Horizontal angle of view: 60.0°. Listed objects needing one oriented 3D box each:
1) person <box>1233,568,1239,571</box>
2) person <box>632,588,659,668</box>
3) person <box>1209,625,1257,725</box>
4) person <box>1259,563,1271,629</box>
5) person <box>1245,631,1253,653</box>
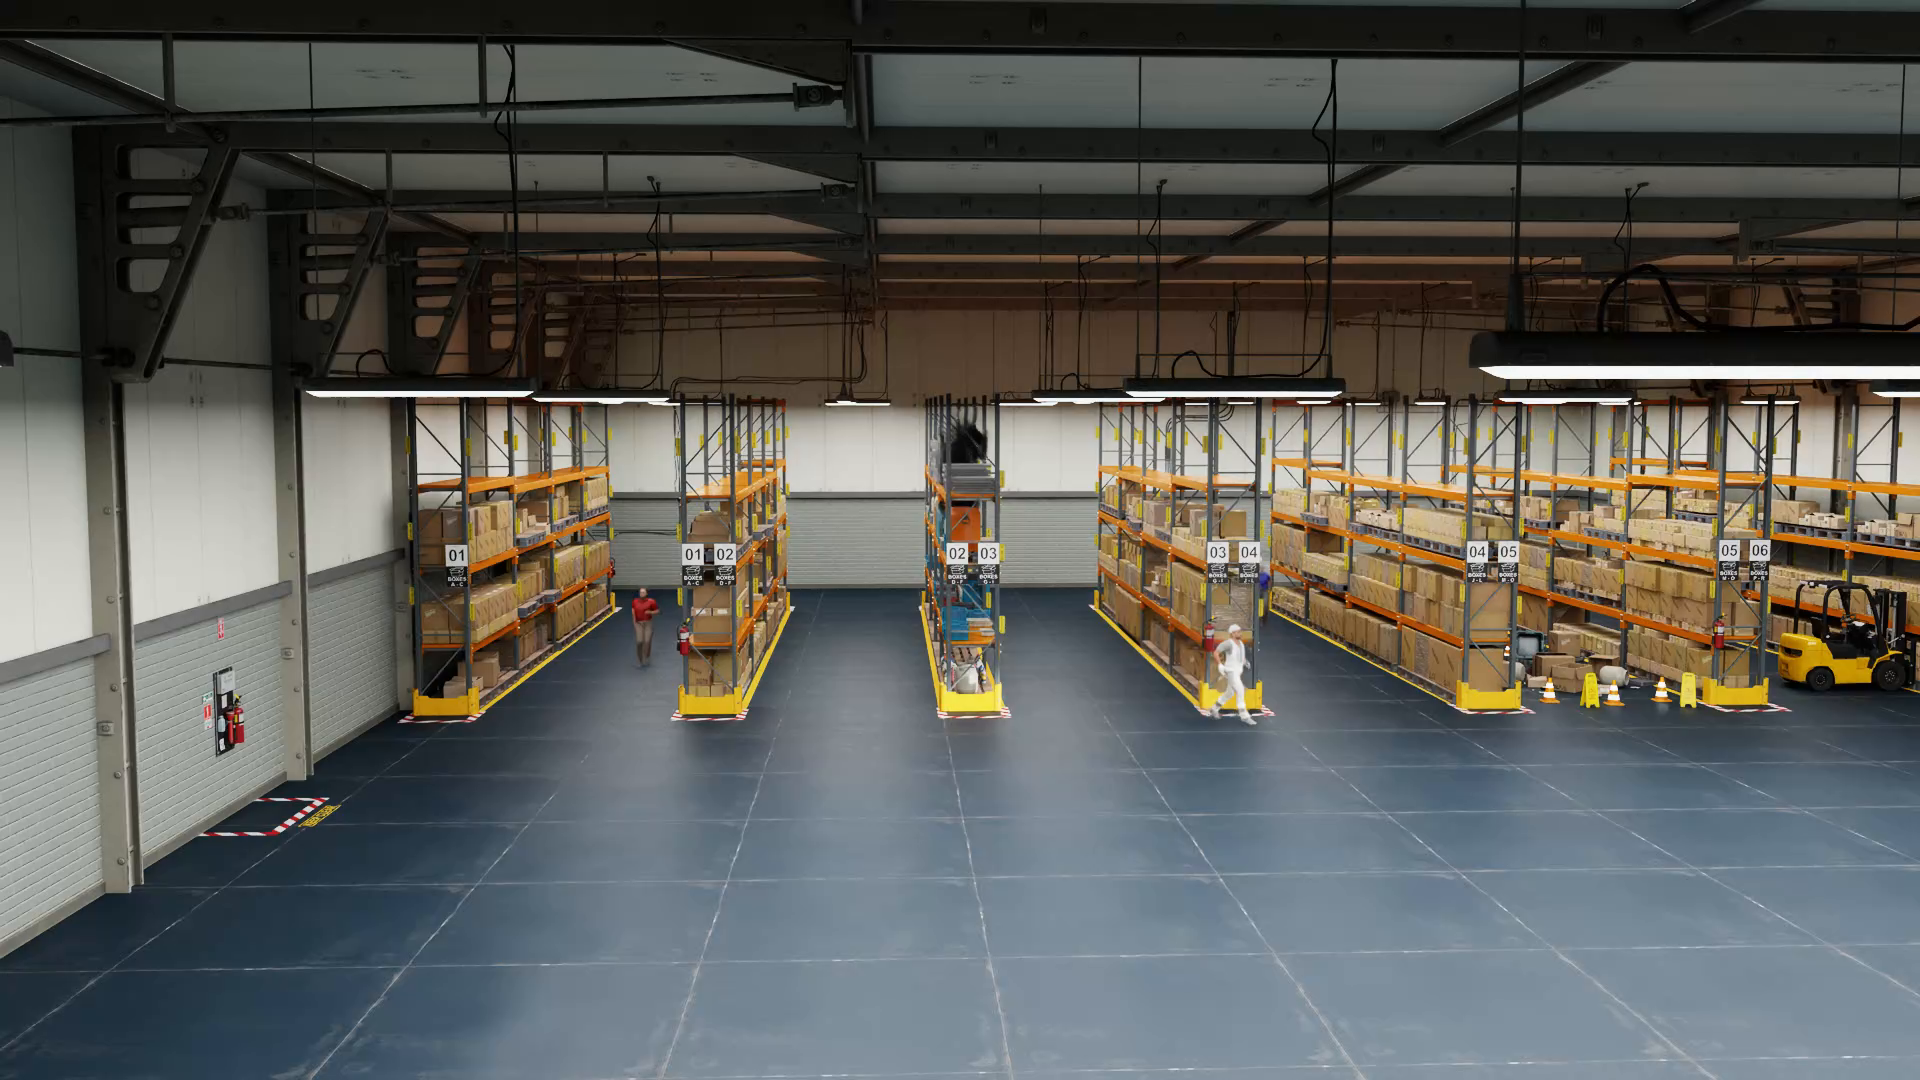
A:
[{"bbox_3d":[7.615,1.174,47.505,0.768,1.588,0.579,0,5,5],"label":"person"},{"bbox_3d":[-7.010,1.959,37.037,0.626,1.810,0.800,0,5,-5],"label":"person"},{"bbox_3d":[5.013,2.423,30.273,0.985,1.765,0.671,4,6,38],"label":"person"},{"bbox_3d":[7.909,1.466,43.675,0.581,1.689,0.841,0,5,1],"label":"person"},{"bbox_3d":[6.761,1.819,39.047,0.576,1.712,0.716,0,5,-5],"label":"person"}]
